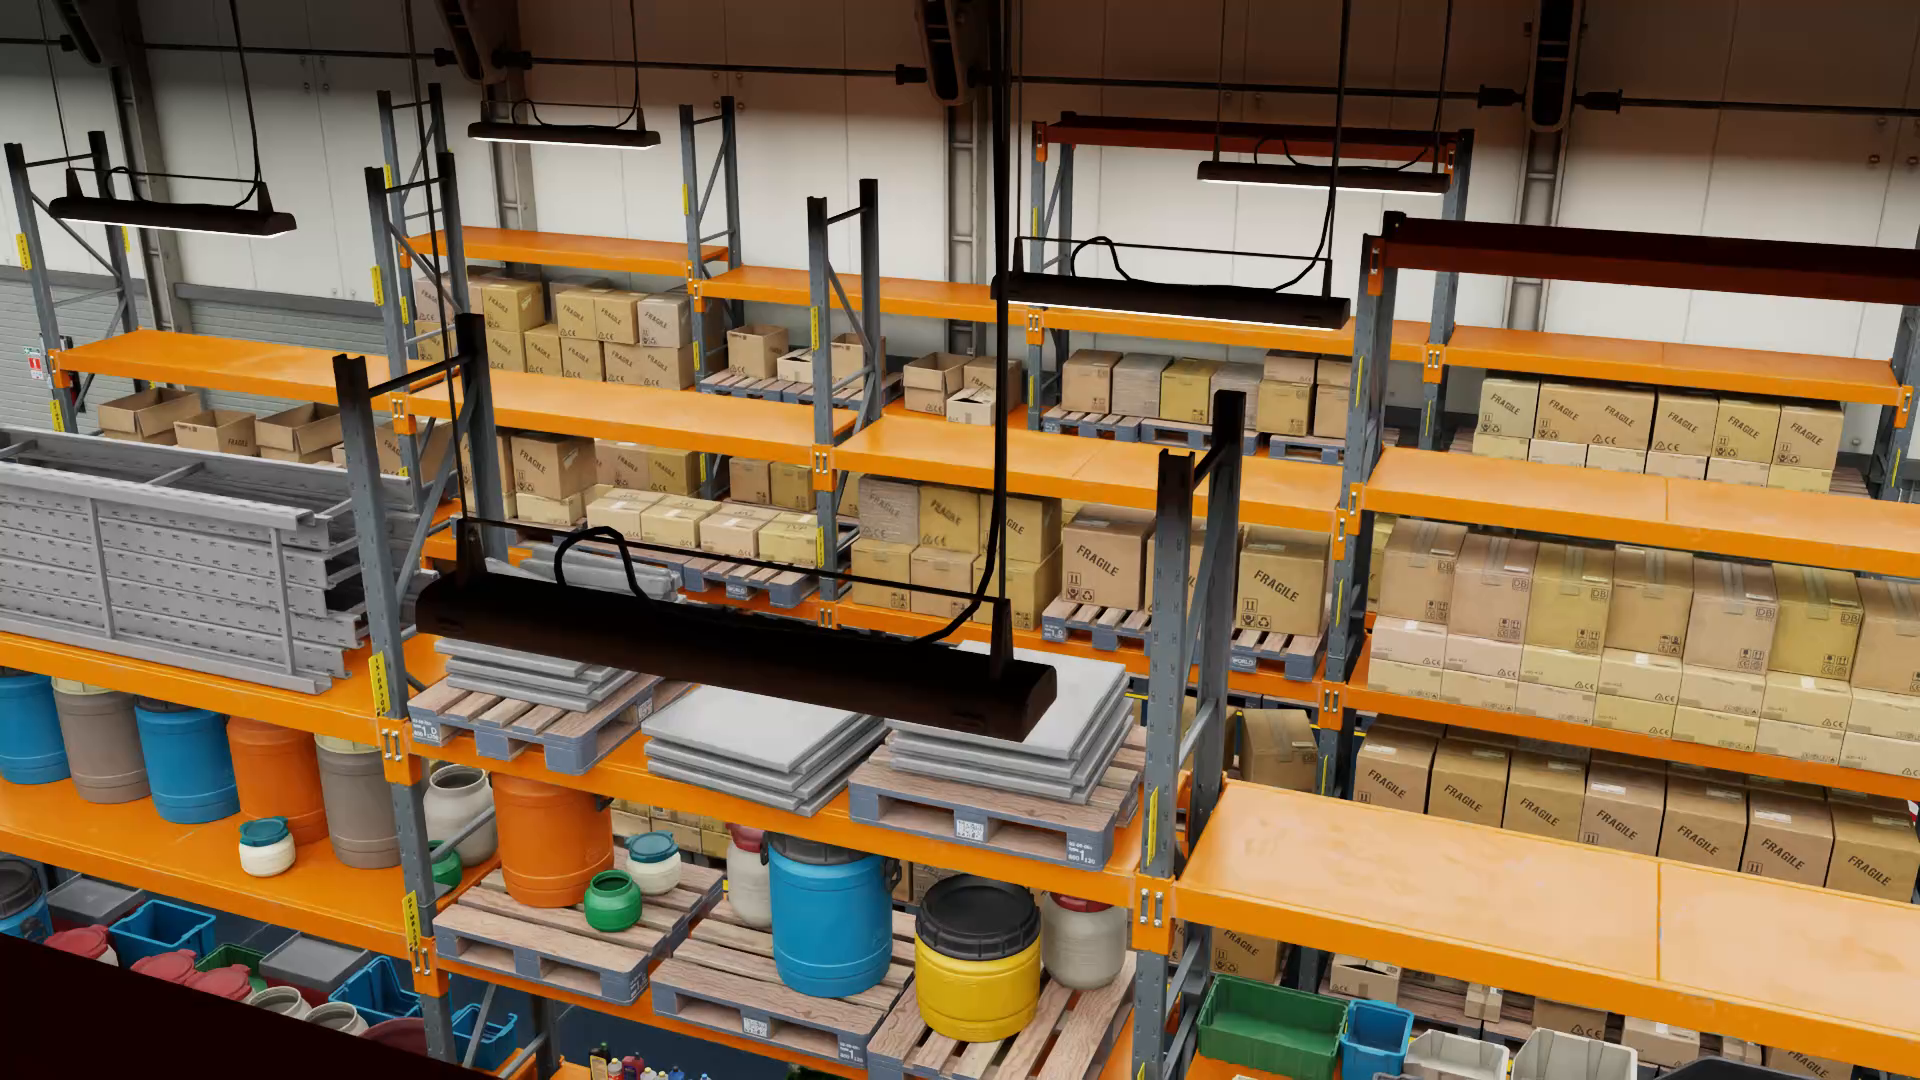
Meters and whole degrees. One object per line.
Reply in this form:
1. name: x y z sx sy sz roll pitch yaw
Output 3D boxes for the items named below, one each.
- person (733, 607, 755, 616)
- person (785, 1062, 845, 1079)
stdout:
1. person: -2.178 1.311 16.573 0.461 1.682 0.509 11 24 28
2. person: -0.923 3.408 11.088 0.625 1.688 0.690 13 24 31
